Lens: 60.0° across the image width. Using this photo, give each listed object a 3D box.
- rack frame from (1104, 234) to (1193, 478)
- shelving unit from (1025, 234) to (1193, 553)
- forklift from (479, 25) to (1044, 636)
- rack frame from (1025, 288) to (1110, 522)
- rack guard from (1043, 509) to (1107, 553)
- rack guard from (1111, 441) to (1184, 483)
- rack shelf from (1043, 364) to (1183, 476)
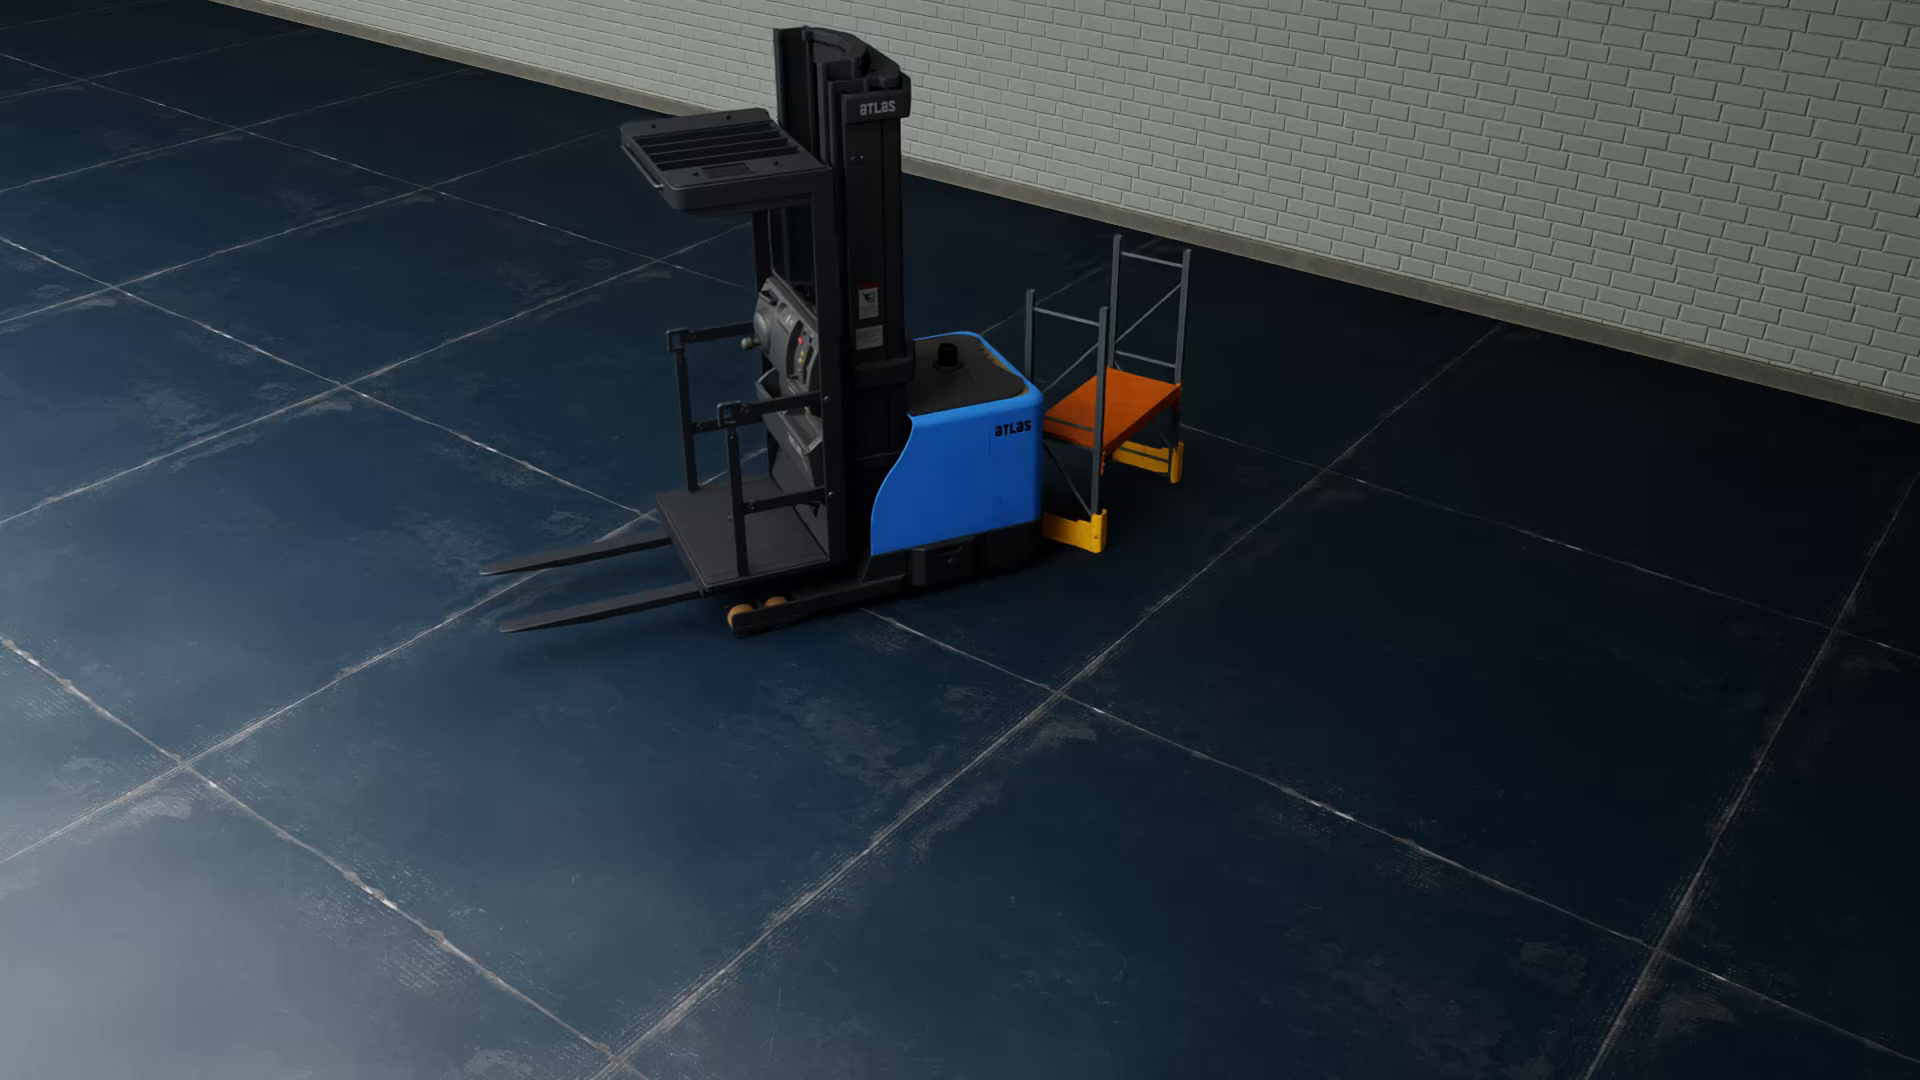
[{"bbox_3d":[1.131,-1.100,10.135,0.500,1.500,0.032,18,35,28],"label":"rack frame"},{"bbox_3d":[0.852,-0.878,9.760,0.587,1.500,1.083,18,35,28],"label":"shelving unit"},{"bbox_3d":[-1.094,-1.056,8.658,3.031,2.935,1.130,-12,33,-20],"label":"forklift"},{"bbox_3d":[0.583,-0.663,9.398,0.500,1.500,0.032,18,35,28],"label":"rack frame"},{"bbox_3d":[0.584,-0.126,9.718,0.587,0.250,0.087,18,35,28],"label":"rack guard"},{"bbox_3d":[1.121,-0.554,10.439,0.587,0.250,0.087,18,35,28],"label":"rack guard"},{"bbox_3d":[0.857,-0.727,9.858,0.538,0.185,1.000,18,35,28],"label":"rack shelf"}]
